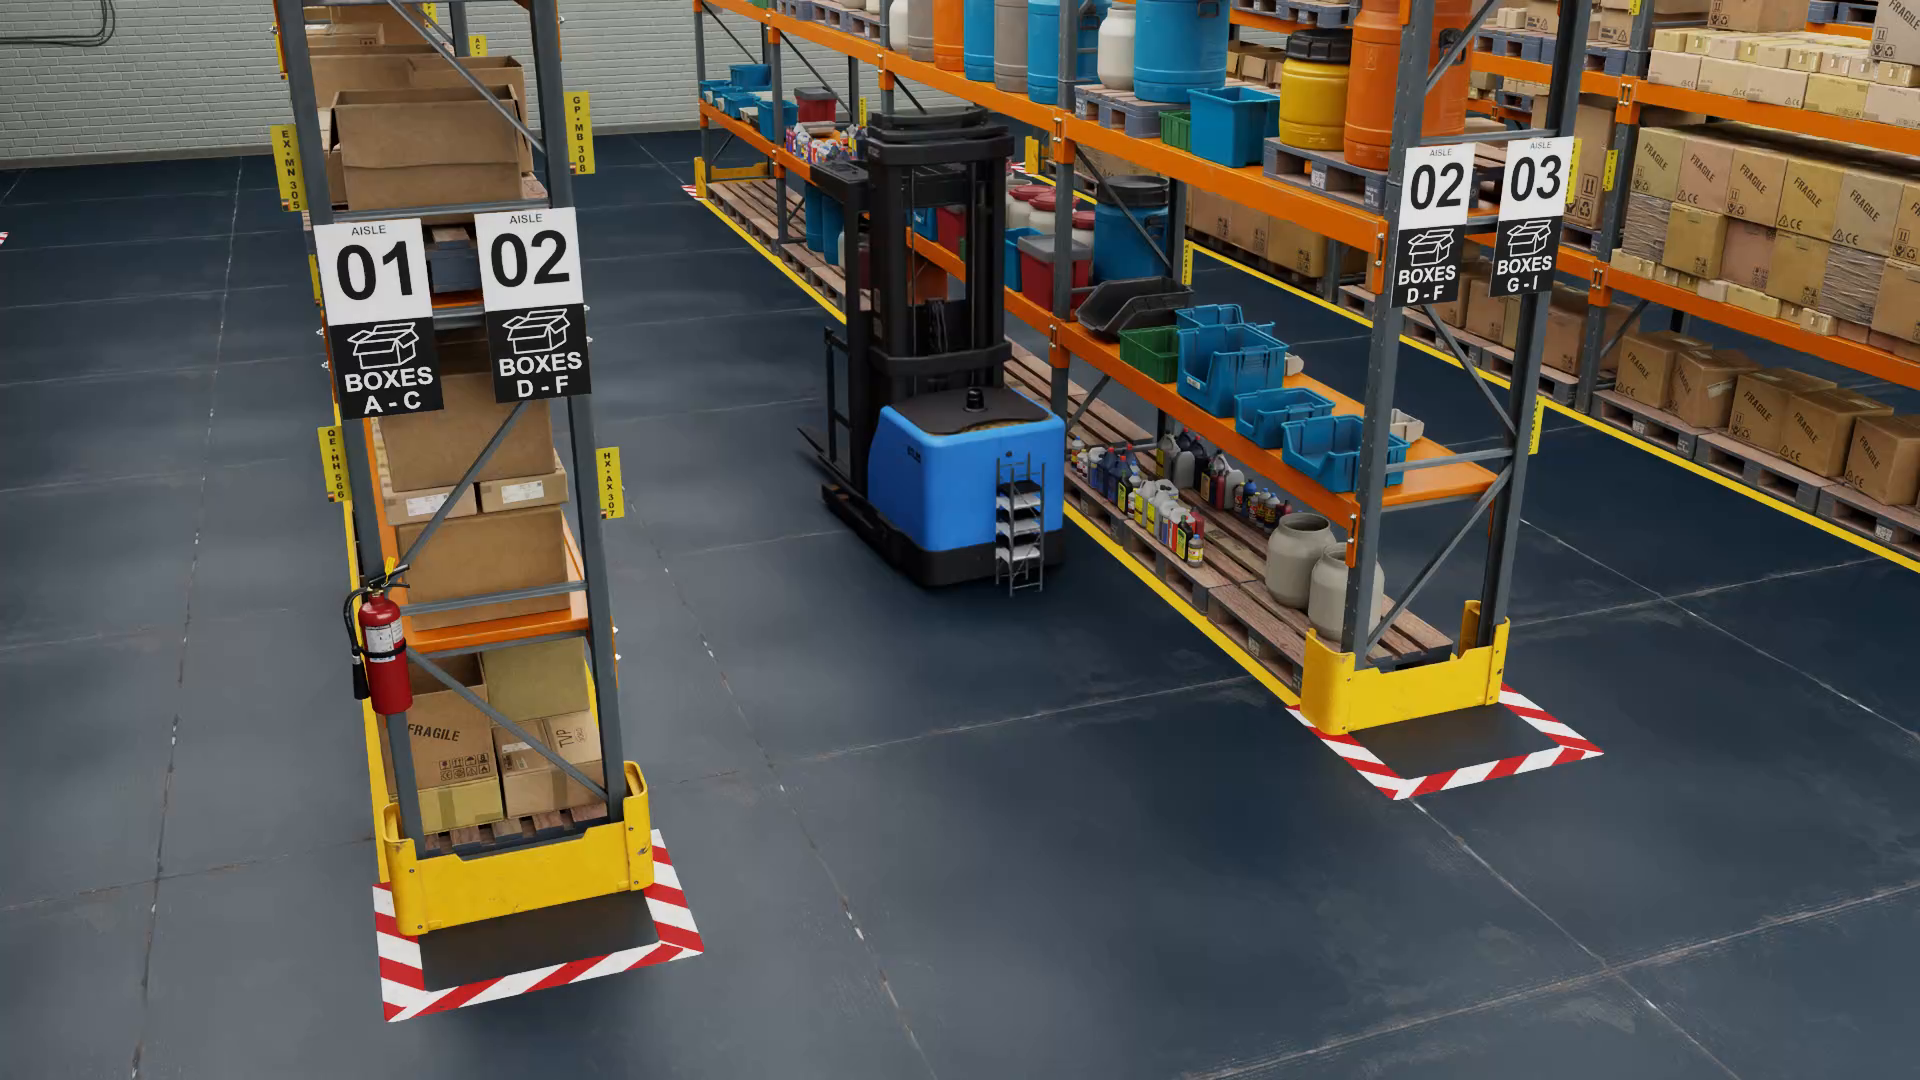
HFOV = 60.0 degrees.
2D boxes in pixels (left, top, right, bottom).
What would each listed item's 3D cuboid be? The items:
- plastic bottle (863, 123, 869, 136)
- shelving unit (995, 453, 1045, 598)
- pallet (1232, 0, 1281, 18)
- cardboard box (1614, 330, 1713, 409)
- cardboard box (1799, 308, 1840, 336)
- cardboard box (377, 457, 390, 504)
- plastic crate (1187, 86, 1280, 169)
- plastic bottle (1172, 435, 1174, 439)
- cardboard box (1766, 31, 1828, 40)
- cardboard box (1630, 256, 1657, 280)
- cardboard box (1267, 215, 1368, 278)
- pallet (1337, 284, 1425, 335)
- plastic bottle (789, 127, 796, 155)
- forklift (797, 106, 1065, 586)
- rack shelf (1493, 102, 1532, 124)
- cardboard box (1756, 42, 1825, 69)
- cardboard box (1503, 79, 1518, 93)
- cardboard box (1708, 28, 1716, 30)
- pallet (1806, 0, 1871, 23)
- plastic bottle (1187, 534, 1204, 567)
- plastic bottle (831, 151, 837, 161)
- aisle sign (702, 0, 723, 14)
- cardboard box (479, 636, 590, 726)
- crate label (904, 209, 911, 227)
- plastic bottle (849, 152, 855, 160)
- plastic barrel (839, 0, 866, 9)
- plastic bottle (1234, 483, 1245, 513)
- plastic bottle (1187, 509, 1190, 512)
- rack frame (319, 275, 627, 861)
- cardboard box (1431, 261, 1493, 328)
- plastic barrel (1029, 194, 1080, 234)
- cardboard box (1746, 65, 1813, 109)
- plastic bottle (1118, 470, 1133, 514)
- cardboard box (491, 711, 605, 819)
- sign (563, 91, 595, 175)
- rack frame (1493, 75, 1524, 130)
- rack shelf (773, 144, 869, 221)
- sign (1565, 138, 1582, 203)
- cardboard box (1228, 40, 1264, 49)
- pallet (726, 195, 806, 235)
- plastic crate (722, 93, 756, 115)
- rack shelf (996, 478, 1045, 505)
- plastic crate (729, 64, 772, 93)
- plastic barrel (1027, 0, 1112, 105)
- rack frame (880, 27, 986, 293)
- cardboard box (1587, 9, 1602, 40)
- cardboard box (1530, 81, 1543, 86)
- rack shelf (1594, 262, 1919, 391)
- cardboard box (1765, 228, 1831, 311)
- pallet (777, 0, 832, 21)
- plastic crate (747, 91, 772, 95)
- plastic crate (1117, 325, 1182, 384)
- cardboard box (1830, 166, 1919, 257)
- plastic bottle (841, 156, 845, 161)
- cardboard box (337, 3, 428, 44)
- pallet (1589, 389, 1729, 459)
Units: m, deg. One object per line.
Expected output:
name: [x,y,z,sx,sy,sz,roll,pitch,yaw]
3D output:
plastic bottle: [-1.023,-4.465,18.544,0.144,0.351,0.185,-8,24,-19]
shelving unit: [0.389,-0.095,10.816,0.258,0.900,0.210,-10,25,-23]
pallet: [3.718,-5.930,18.339,1.003,0.211,1.213,-7,24,-17]
cardboard box: [5.910,-1.440,13.982,0.500,0.500,0.500,-9,25,-21]
cardboard box: [6.297,-1.586,11.974,0.380,0.149,0.250,-8,24,-19]
cardboard box: [-2.457,-0.290,7.613,0.380,0.149,0.250,-8,24,-18]
plastic crate: [1.630,-2.443,9.842,0.392,0.384,0.575,-8,24,-19]
plastic bottle: [1.592,-0.694,12.570,0.097,0.201,0.097,0,23,0]
cardboard box: [6.370,-3.779,12.671,0.380,0.149,0.250,-10,25,-22]
cardboard box: [5.677,-2.221,13.482,0.380,0.149,0.250,-8,24,-19]
cardboard box: [4.169,-3.471,18.317,1.225,0.875,0.875,-10,25,-21]
pallet: [4.668,-2.433,17.252,1.003,0.211,1.213,-8,24,-19]
plastic bottle: [-1.876,-4.482,18.673,0.061,0.283,0.133,-8,24,-19]
forklift: [-0.370,-1.590,11.748,1.130,2.935,3.031,-10,25,-23]
rack shelf: [8.362,-5.042,20.776,1.077,0.370,4.000,-8,24,-19]
cardboard box: [6.006,-3.505,12.021,0.380,0.149,0.250,-9,24,-20]
cardboard box: [7.365,-5.971,21.838,0.380,0.149,0.250,-10,25,-22]
cardboard box: [11.466,-7.825,25.038,0.500,0.500,0.500,-8,24,-18]
pallet: [9.346,-5.715,17.828,1.213,0.211,1.003,-7,24,-17]
plastic bottle: [1.527,0.063,10.774,0.097,0.201,0.097,0,23,0]
plastic bottle: [-1.299,-3.889,17.264,0.061,0.283,0.133,-8,24,-19]
aisle sign: [-3.370,-7.413,22.129,0.394,0.787,0.004,-8,24,-19]
cardboard box: [-2.209,0.583,8.538,0.500,0.500,0.500,-8,24,-19]
crate label: [-0.442,-3.041,15.319,0.303,0.233,0.416,-8,24,-19]
plastic bottle: [-1.117,-3.860,17.196,0.061,0.283,0.133,-8,24,-19]
plastic barrel: [-1.008,-5.585,16.561,0.433,0.535,0.433,0,23,0]
plastic bottle: [1.973,-0.303,11.642,0.097,0.201,0.097,0,23,0]
plastic bottle: [1.524,-0.106,11.176,0.097,0.201,0.097,0,23,0]
rack frame: [-2.050,0.262,7.266,1.000,3.000,0.127,-8,24,-19]
cardboard box: [5.063,-2.408,16.253,0.700,0.500,0.500,-6,24,-15]
plastic barrel: [0.781,-2.576,13.826,0.433,0.535,0.433,0,23,0]
cardboard box: [6.083,-3.290,12.025,0.500,0.250,0.500,-9,25,-21]
plastic bottle: [1.156,-0.336,11.616,0.061,0.283,0.133,-7,24,-17]
cardboard box: [-2.031,1.110,8.253,0.500,0.250,0.500,-8,24,-19]
sign: [-1.528,-1.633,6.674,0.100,0.325,0.005,-8,24,-19]
rack frame: [7.656,-6.100,22.360,1.000,3.000,0.127,-8,24,-19]
rack shelf: [-0.947,-3.718,17.636,1.077,0.370,4.000,-8,24,-19]
sign: [3.102,-1.876,8.466,0.100,0.325,0.005,-8,24,-19]
cardboard box: [3.213,-5.733,20.070,0.797,0.503,0.637,-9,24,-20]
pallet: [-2.384,-4.197,21.437,1.003,0.211,1.213,-8,24,-19]
plastic crate: [-2.822,-5.567,21.234,0.416,0.233,0.300,-8,24,-19]
rack shelf: [0.389,-0.313,10.724,0.258,0.077,0.200,-10,25,-23]
plastic crate: [-2.774,-6.178,22.422,0.616,0.435,0.499,-8,24,-19]
plastic barrel: [0.790,-3.638,12.011,0.600,0.901,0.708,-8,24,-19]
rack frame: [-0.240,-3.323,15.772,1.000,3.000,0.127,-8,24,-19]
cardboard box: [5.381,-4.391,14.076,0.396,0.266,0.258,-7,24,-17]
cardboard box: [7.550,-5.921,21.335,0.380,0.149,0.250,-8,24,-18]
rack shelf: [6.513,-1.491,12.352,1.077,0.370,4.000,-8,24,-19]
cardboard box: [6.460,-2.019,12.165,0.875,0.500,0.500,-8,24,-19]
pallet: [-1.285,-5.800,18.030,1.213,0.211,1.003,-8,24,-19]
plastic crate: [-2.609,-5.864,22.064,0.396,0.136,0.243,-8,24,-19]
plastic crate: [1.388,-1.240,11.103,0.450,0.188,0.662,-8,24,-19]
cardboard box: [6.438,-2.268,11.471,0.500,0.500,0.500,-8,24,-19]
plastic bottle: [-1.186,-3.773,16.990,0.061,0.283,0.133,-8,24,-19]
cardboard box: [-3.644,-3.273,10.478,0.500,0.500,0.500,-8,24,-18]
pallet: [6.077,-1.025,13.910,1.003,0.211,1.213,-8,24,-19]
